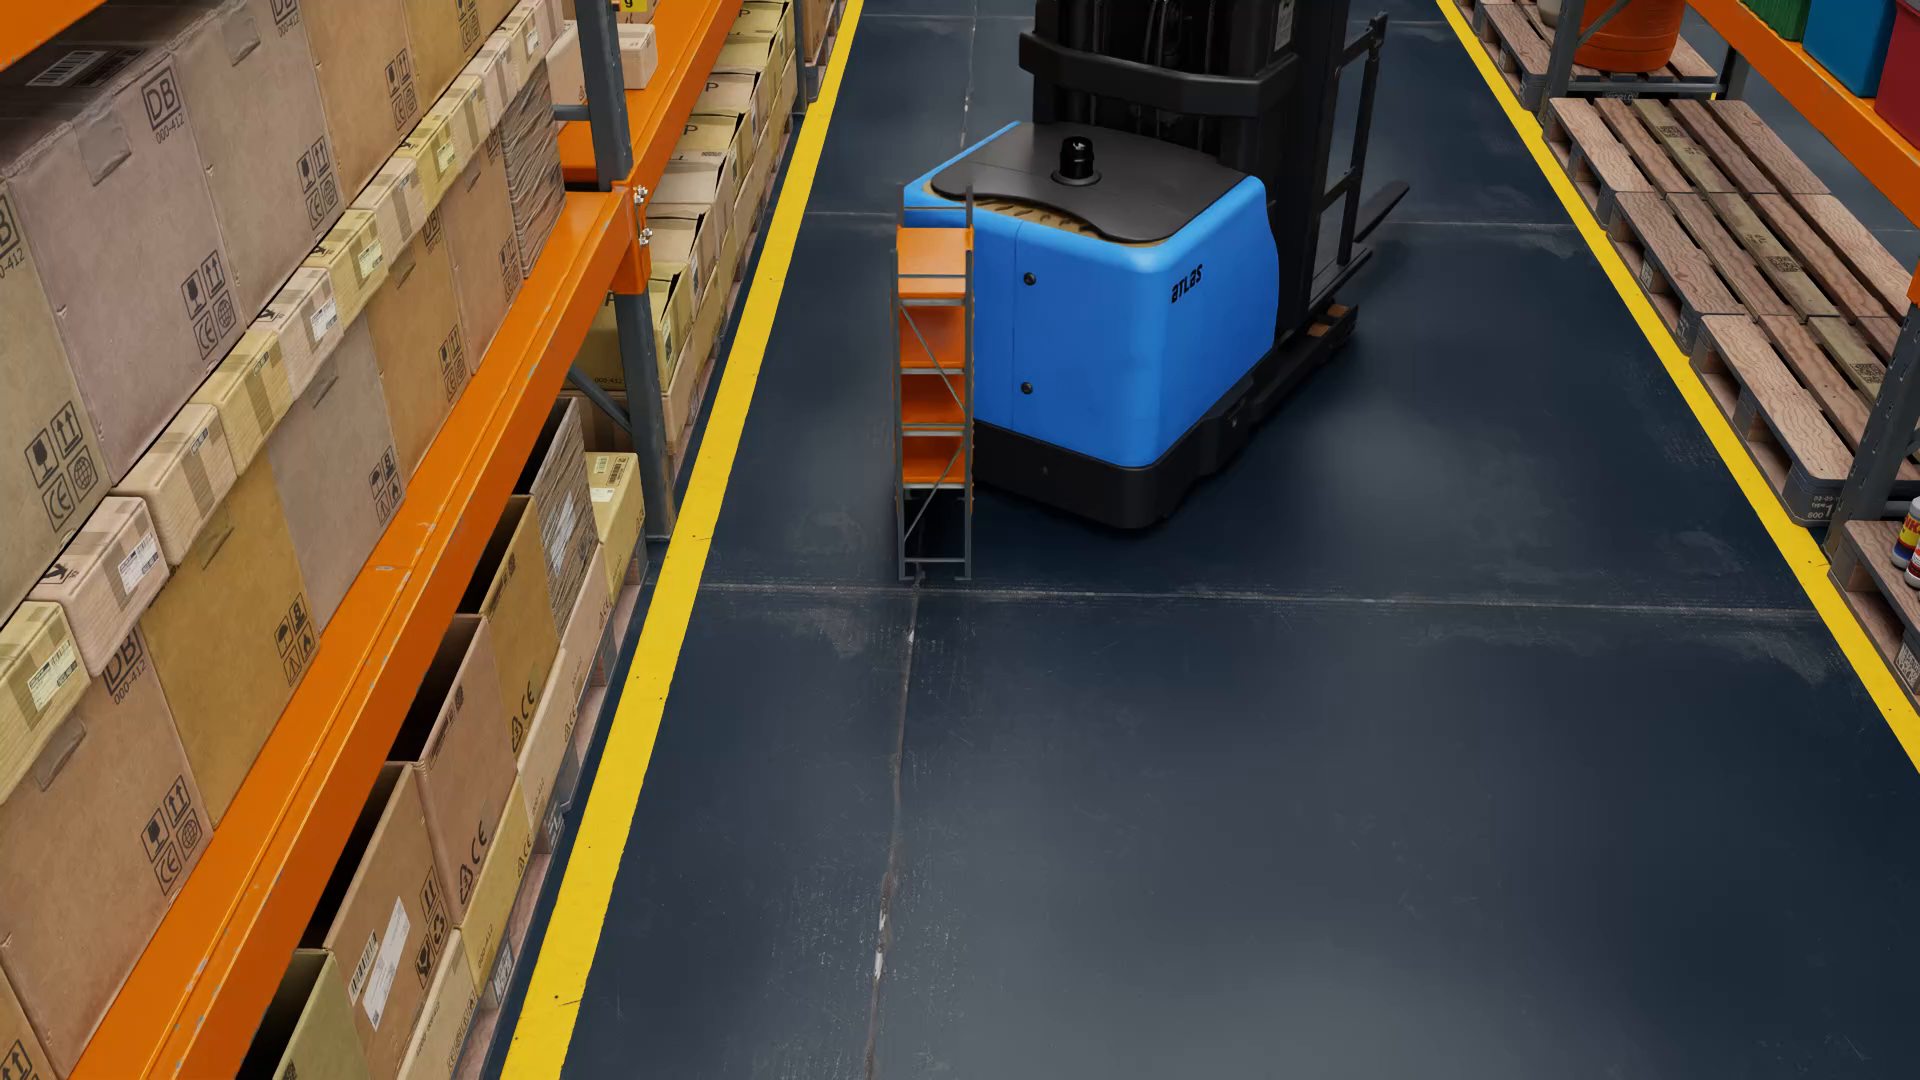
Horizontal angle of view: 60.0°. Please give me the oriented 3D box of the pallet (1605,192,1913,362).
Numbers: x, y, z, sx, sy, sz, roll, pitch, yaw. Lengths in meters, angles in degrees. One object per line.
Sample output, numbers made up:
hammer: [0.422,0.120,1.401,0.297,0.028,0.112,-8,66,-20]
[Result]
pallet: [3.491,-1.166,7.225,1.003,0.211,1.213,1,35,2]

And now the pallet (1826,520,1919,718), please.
pallet: [3.383,0.374,5.035,1.003,0.211,1.213,1,35,2]

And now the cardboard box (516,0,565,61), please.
cardboard box: [-1.295,-1.414,4.502,0.380,0.149,0.250,1,35,2]

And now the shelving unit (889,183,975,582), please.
shelving unit: [-0.082,-0.497,5.414,0.258,1.200,0.503,0,35,0]

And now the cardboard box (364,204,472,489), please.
cardboard box: [-1.548,-0.463,3.713,0.700,0.500,0.500,2,35,3]

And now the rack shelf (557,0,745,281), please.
rack shelf: [-1.417,-2.123,6.788,1.077,0.370,4.000,1,35,2]

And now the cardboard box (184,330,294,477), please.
cardboard box: [-1.378,-0.237,2.828,0.380,0.149,0.250,1,35,1]

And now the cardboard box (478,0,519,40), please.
cardboard box: [-1.509,-1.585,4.181,0.700,0.500,0.500,1,35,2]

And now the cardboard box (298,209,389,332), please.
cardboard box: [-1.355,-0.531,3.246,0.380,0.149,0.250,2,35,3]

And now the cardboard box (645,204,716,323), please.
cardboard box: [-1.207,-1.064,6.194,0.500,0.311,0.500,1,35,1]

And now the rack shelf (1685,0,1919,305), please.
rack shelf: [3.532,-2.007,6.622,1.077,0.370,4.000,1,35,2]

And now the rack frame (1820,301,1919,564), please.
rack frame: [3.451,-1.152,4.780,1.000,3.000,0.127,1,35,2]

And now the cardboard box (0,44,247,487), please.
cardboard box: [-1.590,-0.432,2.541,0.700,0.500,0.500,1,35,2]

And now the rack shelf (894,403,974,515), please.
rack shelf: [-0.082,-0.280,5.567,0.258,0.148,0.480,0,35,0]

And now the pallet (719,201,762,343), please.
pallet: [-1.461,-1.255,7.352,1.003,0.211,1.213,1,35,2]

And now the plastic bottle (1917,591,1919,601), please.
plastic bottle: [2.993,0.103,5.046,0.097,0.201,0.097,0,35,0]

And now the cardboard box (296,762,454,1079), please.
cardboard box: [-1.389,0.798,3.380,0.500,0.500,0.500,1,35,2]

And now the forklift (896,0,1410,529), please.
forklift: [0.990,-2.049,6.116,1.130,2.935,3.031,20,40,26]

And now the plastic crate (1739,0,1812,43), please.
plastic crate: [3.239,-2.072,6.274,0.450,0.188,0.662,1,35,2]

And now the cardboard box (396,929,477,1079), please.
cardboard box: [-1.378,1.105,3.595,0.500,0.250,0.500,1,35,2]

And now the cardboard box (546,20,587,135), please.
cardboard box: [-1.522,-1.491,5.393,0.500,0.250,0.500,3,35,5]

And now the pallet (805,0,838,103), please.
pallet: [-1.269,-2.854,9.627,1.003,0.211,1.213,1,35,2]

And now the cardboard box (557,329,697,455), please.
cardboard box: [-1.234,-0.541,5.938,0.500,0.250,0.500,1,35,1]

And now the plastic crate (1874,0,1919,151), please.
plastic crate: [3.165,-1.463,5.168,0.402,0.464,0.583,1,35,2]

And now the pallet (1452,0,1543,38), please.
pallet: [3.654,-3.462,10.493,1.003,0.211,1.213,1,35,2]

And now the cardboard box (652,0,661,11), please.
cardboard box: [-1.409,-2.341,6.385,0.500,0.500,0.500,1,35,2]

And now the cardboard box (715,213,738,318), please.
cardboard box: [-1.194,-1.133,6.779,0.500,0.250,0.500,0,35,0]

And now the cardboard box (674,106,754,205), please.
cardboard box: [-1.172,-1.660,7.041,0.500,0.311,0.500,2,35,3]

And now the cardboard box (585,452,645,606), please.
cardboard box: [-1.298,-0.044,5.230,0.500,0.250,0.500,1,35,2]

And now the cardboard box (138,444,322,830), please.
cardboard box: [-1.585,0.134,2.864,0.700,0.500,0.500,2,35,2]

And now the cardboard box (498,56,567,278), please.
cardboard box: [-1.509,-1.054,4.555,0.700,0.500,0.500,0,35,1]

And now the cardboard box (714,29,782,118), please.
cardboard box: [-1.126,-2.238,7.863,0.500,0.311,0.500,1,35,1]

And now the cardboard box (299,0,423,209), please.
cardboard box: [-1.549,-1.007,3.359,0.700,0.500,0.500,1,35,2]

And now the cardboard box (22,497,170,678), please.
cardboard box: [-1.396,0.063,2.401,0.380,0.149,0.250,1,35,1]

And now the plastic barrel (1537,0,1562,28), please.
plastic barrel: [3.548,-3.212,9.510,0.421,0.512,0.421,0,35,0]

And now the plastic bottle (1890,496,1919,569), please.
plastic bottle: [3.001,-0.043,5.192,0.097,0.271,0.097,0,35,0]

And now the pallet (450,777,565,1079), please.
pallet: [-1.618,1.031,4.099,1.003,0.211,1.213,1,35,2]

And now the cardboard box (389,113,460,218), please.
cardboard box: [-1.337,-0.829,3.670,0.380,0.149,0.250,1,35,2]

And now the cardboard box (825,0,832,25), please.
cardboard box: [-1.018,-3.280,9.599,0.500,0.500,0.500,0,35,0]

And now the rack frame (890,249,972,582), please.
rack frame: [-0.084,-0.357,5.214,0.240,1.200,0.015,0,35,0]

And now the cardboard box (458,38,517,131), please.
cardboard box: [-1.315,-1.121,4.085,0.380,0.149,0.250,0,35,1]

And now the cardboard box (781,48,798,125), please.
cardboard box: [-1.114,-2.306,8.448,0.500,0.250,0.500,2,35,3]

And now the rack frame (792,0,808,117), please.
rack frame: [-1.337,-3.567,8.216,1.000,3.000,0.127,1,35,2]

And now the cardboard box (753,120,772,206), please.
cardboard box: [-1.155,-1.720,7.615,0.500,0.250,0.500,2,35,3]

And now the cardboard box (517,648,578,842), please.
cardboard box: [-1.333,0.531,4.412,0.500,0.250,0.500,1,35,2]

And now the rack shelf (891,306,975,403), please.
rack shelf: [-0.082,-0.625,5.324,0.258,0.148,0.480,0,35,0]

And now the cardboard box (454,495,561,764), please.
cardboard box: [-1.346,0.224,4.197,0.500,0.500,0.500,1,35,2]

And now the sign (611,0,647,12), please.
sign: [-0.943,-1.643,4.658,0.100,0.325,0.005,1,35,2]
